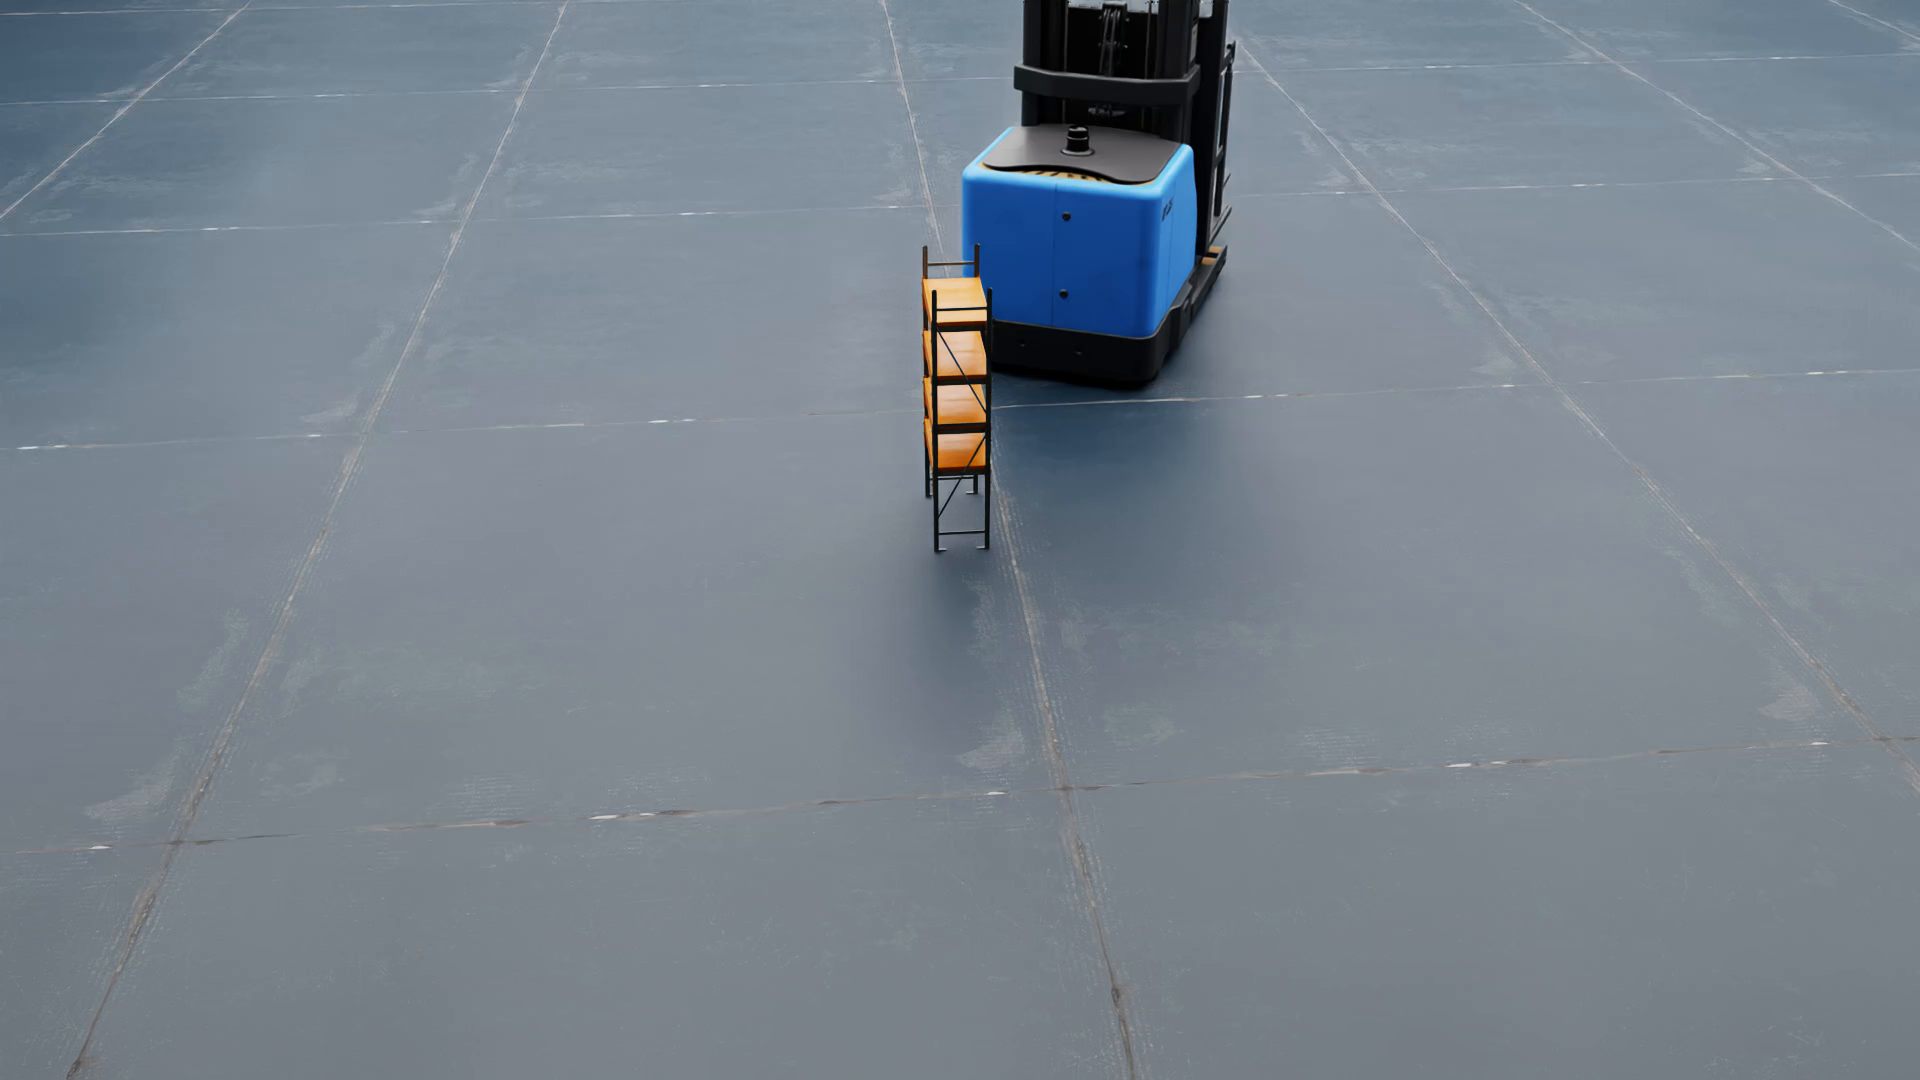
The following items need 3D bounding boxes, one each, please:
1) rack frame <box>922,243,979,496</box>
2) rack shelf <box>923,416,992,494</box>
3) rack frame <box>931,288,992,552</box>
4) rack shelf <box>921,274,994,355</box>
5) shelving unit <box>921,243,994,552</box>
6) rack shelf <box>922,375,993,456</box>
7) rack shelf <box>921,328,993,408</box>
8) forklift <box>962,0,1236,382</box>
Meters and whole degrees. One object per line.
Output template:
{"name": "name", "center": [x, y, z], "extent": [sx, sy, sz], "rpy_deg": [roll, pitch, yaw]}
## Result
{"name": "rack frame", "center": [-0.038, -0.724, 7.292], "extent": [0.240, 1.200, 0.015], "rpy_deg": [-3, 31, -5]}
{"name": "rack shelf", "center": [-0.015, -0.371, 7.220], "extent": [0.258, 0.148, 0.480], "rpy_deg": [-3, 31, -5]}
{"name": "rack frame", "center": [0.007, -0.475, 6.875], "extent": [0.240, 1.200, 0.015], "rpy_deg": [-3, 31, -5]}
{"name": "rack shelf", "center": [-0.015, -0.937, 6.882], "extent": [0.258, 0.148, 0.480], "rpy_deg": [-3, 31, -5]}
{"name": "shelving unit", "center": [-0.015, -0.600, 7.084], "extent": [0.258, 1.200, 0.503], "rpy_deg": [-3, 31, -5]}
{"name": "rack shelf", "center": [-0.015, -0.542, 7.118], "extent": [0.258, 0.148, 0.480], "rpy_deg": [-3, 31, -5]}
{"name": "rack shelf", "center": [-0.015, -0.734, 7.004], "extent": [0.258, 0.148, 0.480], "rpy_deg": [-3, 31, -5]}
{"name": "forklift", "center": [0.953, -2.805, 9.088], "extent": [1.130, 2.935, 3.031], "rpy_deg": [10, 32, 16]}
